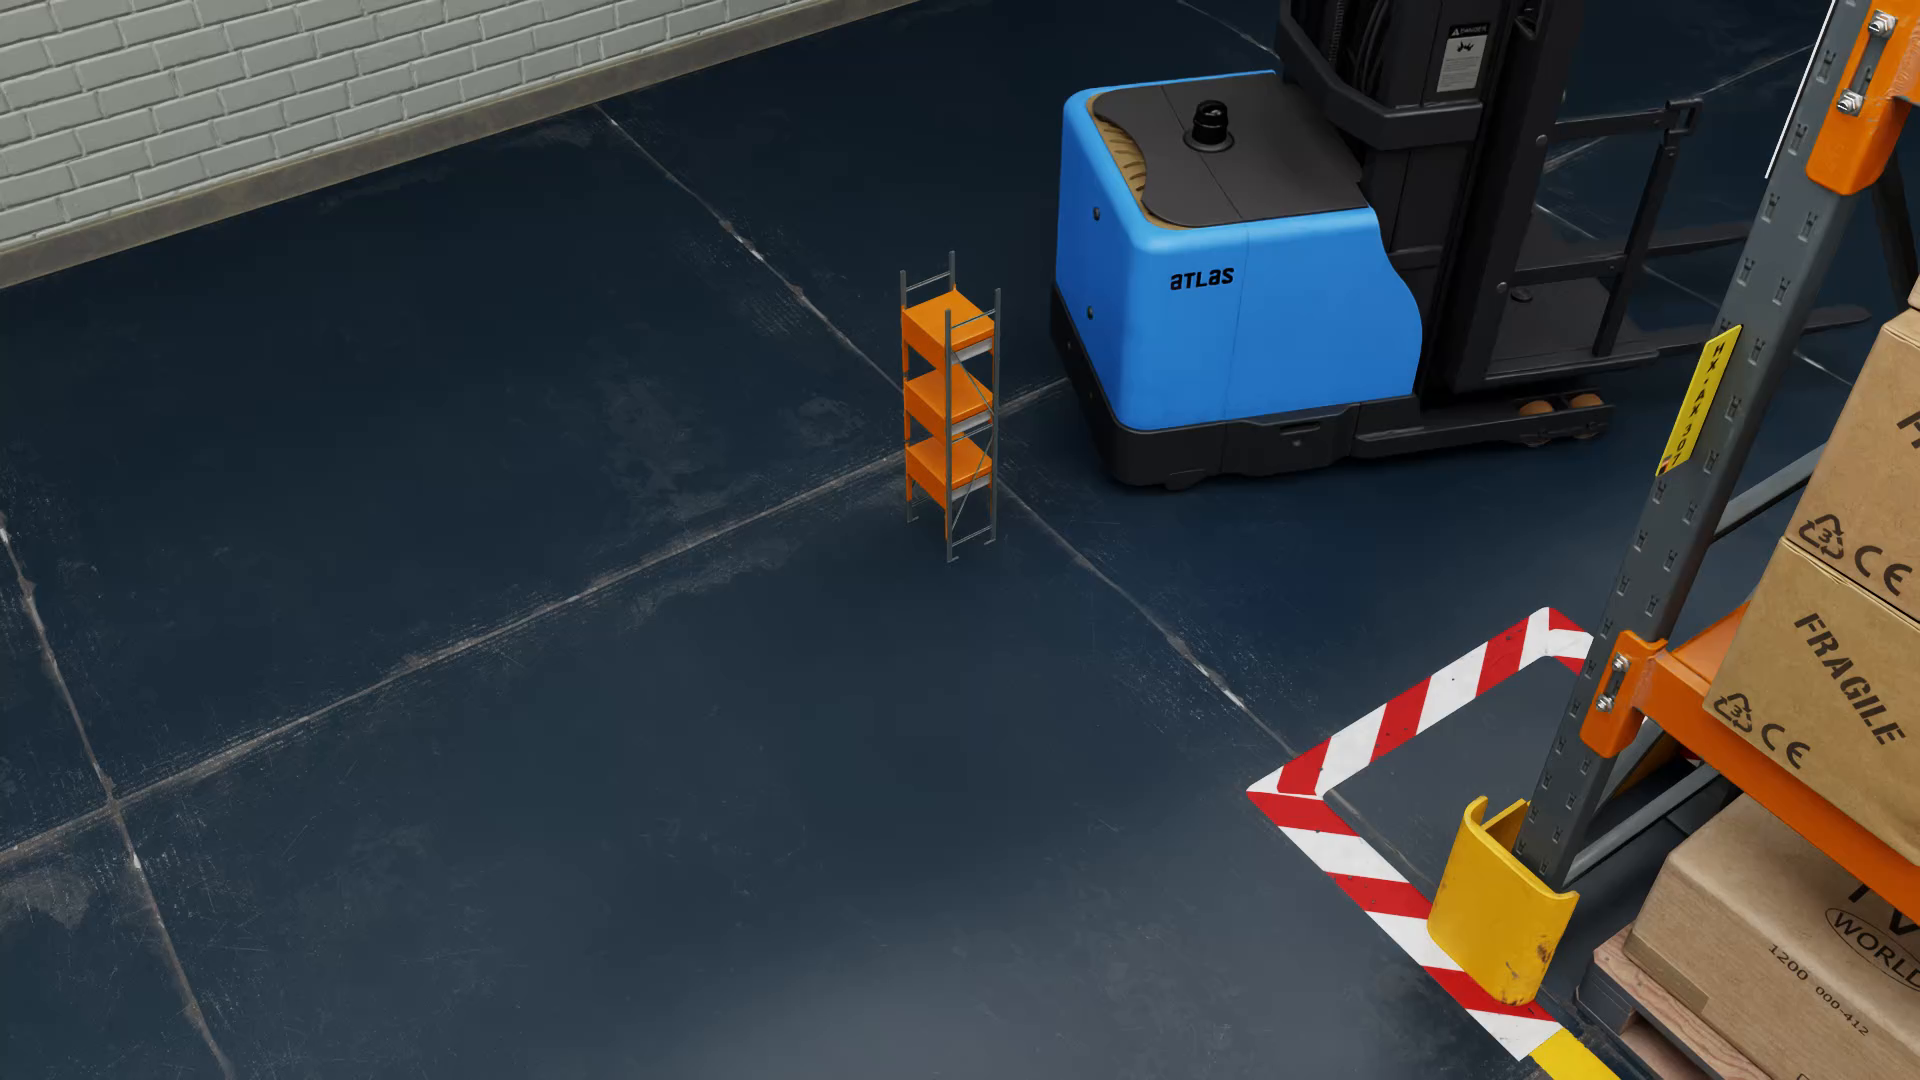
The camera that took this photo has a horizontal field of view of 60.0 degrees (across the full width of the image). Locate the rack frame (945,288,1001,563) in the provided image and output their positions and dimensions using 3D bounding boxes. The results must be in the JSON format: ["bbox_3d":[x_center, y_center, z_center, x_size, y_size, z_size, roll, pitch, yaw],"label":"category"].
[{"bbox_3d":[0.039,-0.341,5.347,0.200,1.050,0.008,-26,49,-24],"label":"rack frame"}]

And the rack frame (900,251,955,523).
[{"bbox_3d":[-0.100,-0.479,5.492,0.200,1.050,0.008,-26,49,-24],"label":"rack frame"}]

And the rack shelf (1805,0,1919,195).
[{"bbox_3d":[3.007,0.173,1.745,1.077,0.370,4.000,-26,49,-24],"label":"rack shelf"}]

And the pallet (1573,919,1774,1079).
[{"bbox_3d":[2.384,1.296,4.240,1.003,0.211,1.213,-26,49,-24],"label":"pallet"}]

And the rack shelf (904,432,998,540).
[{"bbox_3d":[-0.031,-0.201,5.618,0.215,0.259,0.240,-26,49,-24],"label":"rack shelf"}]

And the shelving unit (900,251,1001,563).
[{"bbox_3d":[-0.031,-0.410,5.419,0.215,1.050,0.252,-26,49,-24],"label":"shelving unit"}]

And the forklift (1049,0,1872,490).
[{"bbox_3d":[1.920,-1.756,5.467,3.031,2.935,1.130,-8,44,-9],"label":"forklift"}]

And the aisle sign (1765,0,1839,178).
[{"bbox_3d":[1.584,-1.002,2.744,0.394,0.787,0.004,-26,49,-24],"label":"aisle sign"}]

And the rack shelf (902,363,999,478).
[{"bbox_3d":[-0.031,-0.402,5.427,0.215,0.259,0.240,-26,49,-24],"label":"rack shelf"}]

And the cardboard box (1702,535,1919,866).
[{"bbox_3d":[1.902,0.214,3.281,0.500,0.500,0.500,-26,49,-25],"label":"cardboard box"}]

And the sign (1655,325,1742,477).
[{"bbox_3d":[1.404,-0.261,3.167,0.100,0.325,0.005,-26,49,-24],"label":"sign"}]

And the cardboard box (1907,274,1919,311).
[{"bbox_3d":[1.839,-0.457,2.790,0.380,0.149,0.250,-25,49,-24],"label":"cardboard box"}]

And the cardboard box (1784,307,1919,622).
[{"bbox_3d":[1.904,-0.148,2.937,0.500,0.500,0.500,-27,50,-25],"label":"cardboard box"}]

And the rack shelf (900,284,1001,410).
[{"bbox_3d":[-0.031,-0.608,5.231,0.215,0.259,0.240,-26,49,-24],"label":"rack shelf"}]

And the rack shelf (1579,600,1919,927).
[{"bbox_3d":[3.007,1.258,2.781,1.077,0.370,4.000,-26,49,-24],"label":"rack shelf"}]

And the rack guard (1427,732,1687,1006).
[{"bbox_3d":[1.849,0.755,4.597,1.175,0.500,0.348,-26,49,-24],"label":"rack guard"}]

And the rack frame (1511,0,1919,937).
[{"bbox_3d":[1.863,-0.135,3.719,1.000,3.000,0.127,-26,49,-24],"label":"rack frame"}]

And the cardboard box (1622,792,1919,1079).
[{"bbox_3d":[2.322,0.974,4.109,0.875,0.438,0.875,-27,50,-26],"label":"cardboard box"}]
